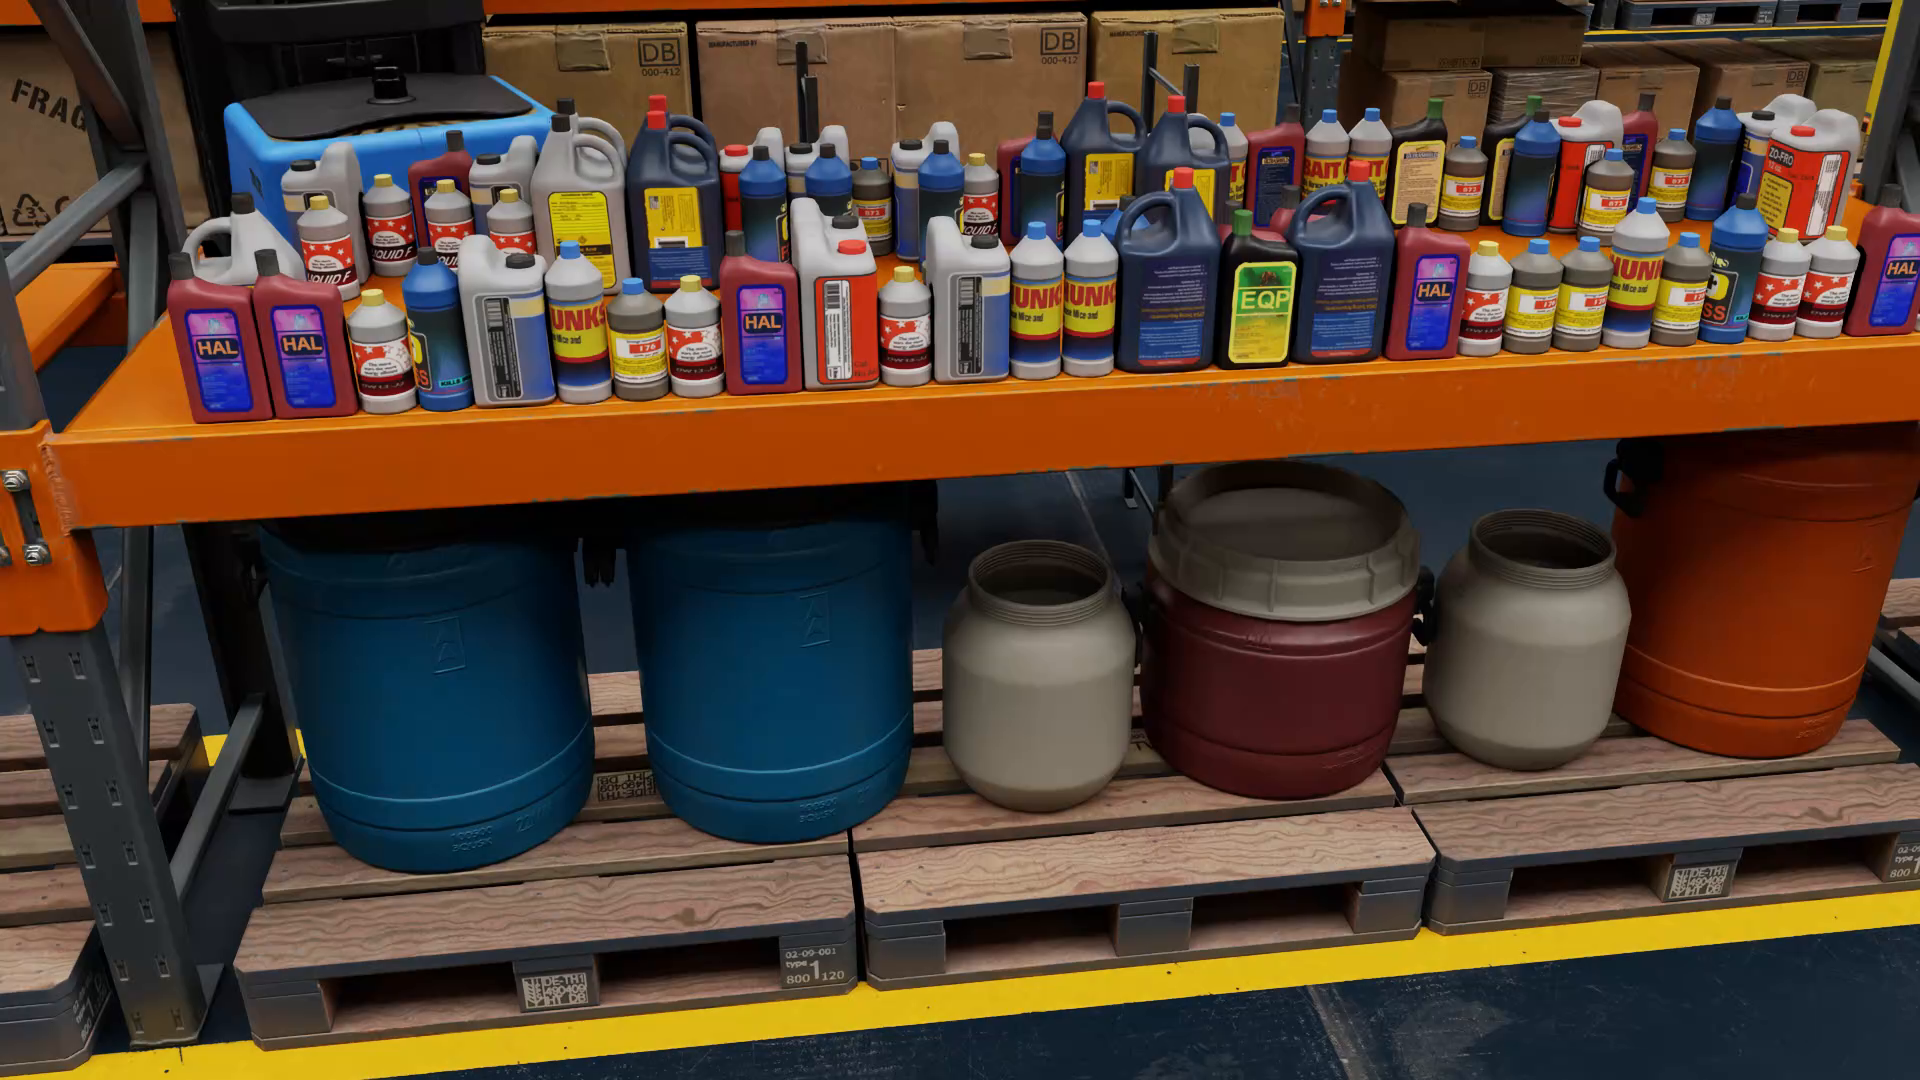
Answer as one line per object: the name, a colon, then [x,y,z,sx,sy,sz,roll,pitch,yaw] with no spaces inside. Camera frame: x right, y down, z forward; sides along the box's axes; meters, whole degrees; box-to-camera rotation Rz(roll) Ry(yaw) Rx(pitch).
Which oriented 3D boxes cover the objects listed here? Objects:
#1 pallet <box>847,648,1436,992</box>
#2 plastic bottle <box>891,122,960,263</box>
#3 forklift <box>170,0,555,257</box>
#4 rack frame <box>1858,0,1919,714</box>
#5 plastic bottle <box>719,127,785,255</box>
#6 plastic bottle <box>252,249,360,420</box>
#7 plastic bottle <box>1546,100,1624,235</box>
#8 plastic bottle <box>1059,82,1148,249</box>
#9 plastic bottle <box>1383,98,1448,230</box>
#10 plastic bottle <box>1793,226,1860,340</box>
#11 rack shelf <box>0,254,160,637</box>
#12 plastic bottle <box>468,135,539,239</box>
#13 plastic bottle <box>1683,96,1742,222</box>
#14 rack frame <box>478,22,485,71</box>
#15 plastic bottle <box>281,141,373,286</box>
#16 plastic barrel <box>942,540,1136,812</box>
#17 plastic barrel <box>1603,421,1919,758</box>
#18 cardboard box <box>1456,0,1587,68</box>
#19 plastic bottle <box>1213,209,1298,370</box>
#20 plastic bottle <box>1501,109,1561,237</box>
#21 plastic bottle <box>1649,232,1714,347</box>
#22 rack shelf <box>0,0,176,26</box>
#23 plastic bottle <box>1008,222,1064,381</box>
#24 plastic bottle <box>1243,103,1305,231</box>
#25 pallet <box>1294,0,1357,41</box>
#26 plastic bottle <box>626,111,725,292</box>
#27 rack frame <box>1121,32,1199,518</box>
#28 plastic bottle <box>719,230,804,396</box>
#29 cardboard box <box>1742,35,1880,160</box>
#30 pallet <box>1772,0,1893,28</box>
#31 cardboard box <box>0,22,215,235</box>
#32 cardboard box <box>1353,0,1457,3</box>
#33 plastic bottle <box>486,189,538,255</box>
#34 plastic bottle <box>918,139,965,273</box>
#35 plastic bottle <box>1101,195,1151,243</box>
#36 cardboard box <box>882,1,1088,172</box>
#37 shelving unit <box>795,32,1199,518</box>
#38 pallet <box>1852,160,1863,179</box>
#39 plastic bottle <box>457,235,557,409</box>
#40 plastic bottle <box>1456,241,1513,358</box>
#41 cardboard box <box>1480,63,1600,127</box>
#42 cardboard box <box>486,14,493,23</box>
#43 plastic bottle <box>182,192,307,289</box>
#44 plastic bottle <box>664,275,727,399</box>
pallet: [0.337,0.575,3.898,1.213,0.211,1.003,-4,27,-7]
plastic bottle: [-0.074,-0.751,3.563,0.135,0.276,0.152,-4,27,-7]
forklift: [-2.550,-2.305,6.532,1.130,2.935,3.031,-15,31,-26]
rack frame: [2.317,-0.810,3.544,0.127,3.000,1.000,-4,27,-7]
plastic bottle: [-0.437,-0.727,3.518,0.135,0.276,0.152,-4,27,-7]
plastic bottle: [-1.089,-0.343,2.761,0.133,0.283,0.061,-4,27,-7]
plastic bottle: [1.386,-0.844,3.746,0.135,0.276,0.152,-4,27,-7]
plastic bottle: [0.312,-0.811,3.598,0.185,0.351,0.144,-4,27,-7]
plastic bottle: [1.018,-0.845,3.739,0.133,0.283,0.061,-4,27,-7]
plastic bottle: [1.631,-0.490,3.136,0.097,0.201,0.097,0,27,0]
rack shelf: [-3.624,-0.109,2.964,4.000,0.370,1.077,-4,27,-7]
plastic bottle: [-0.937,-0.695,3.455,0.135,0.276,0.152,-4,27,-7]
plastic bottle: [1.725,-0.877,3.814,0.097,0.271,0.097,0,27,0]
rack frame: [-2.334,-2.795,7.412,0.127,3.000,1.000,-4,27,-7]
plastic bottle: [-1.299,-0.672,3.410,0.135,0.276,0.152,-4,27,-7]
plastic barrel: [0.170,0.297,3.651,0.421,0.512,0.421,0,27,0]
plastic barrel: [1.835,0.007,3.868,0.708,0.830,0.600,-4,27,-7]
cardboard box: [2.810,-2.561,8.391,0.500,0.250,0.500,-1,27,-1]
plastic bottle: [0.529,-0.447,2.963,0.133,0.283,0.061,-4,27,-7]
plastic bottle: [1.275,-0.820,3.703,0.097,0.271,0.097,0,27,0]
plastic bottle: [1.342,-0.471,3.100,0.097,0.201,0.097,0,27,0]
rack shelf: [-4.314,-2.348,7.328,4.000,0.370,1.077,-4,27,-7]
plastic bottle: [0.133,-0.425,2.933,0.097,0.271,0.097,0,27,0]
plastic bottle: [0.693,-0.824,3.698,0.133,0.283,0.061,-4,27,-7]
pallet: [3.033,-4.150,13.106,1.213,0.211,1.003,-4,27,-7]
plastic bottle: [-0.576,-0.687,3.357,0.185,0.351,0.144,-4,27,-7]
rack frame: [0.588,-0.705,4.981,0.032,1.500,0.500,-4,27,-7]
plastic bottle: [-0.342,-0.391,2.854,0.133,0.283,0.061,-4,27,-7]
cardboard box: [4.502,-2.336,8.774,0.500,0.500,0.700,-4,27,-7]
pallet: [6.972,-4.404,13.602,1.213,0.211,1.003,-4,27,-7]
cardboard box: [-3.890,-1.974,7.678,0.875,0.875,0.875,-4,27,-7]
cardboard box: [3.439,-4.599,12.931,0.750,0.750,1.050,-4,27,-7]
plastic bottle: [-0.901,-0.607,3.365,0.097,0.201,0.097,0,27,0]
plastic bottle: [-0.039,-0.693,3.457,0.097,0.271,0.097,0,27,0]
plastic bottle: [0.306,-0.502,3.084,0.097,0.271,0.097,0,27,0]
cardboard box: [0.057,-2.203,8.126,0.875,0.875,1.225,-4,27,-7]
shelving unit: [0.084,-0.673,4.918,1.048,1.500,0.538,-4,27,-7]
pallet: [4.817,-2.013,8.942,1.213,0.211,1.003,-4,27,-7]
plastic bottle: [-0.770,-0.381,2.843,0.135,0.276,0.152,-4,27,-7]
plastic bottle: [0.956,-0.446,3.052,0.097,0.201,0.097,0,27,0]
cardboard box: [2.835,-2.226,8.558,0.500,0.500,0.700,-6,28,-11]
cardboard box: [-3.266,-3.783,12.000,0.250,0.149,0.380,-3,27,-6]
plastic bottle: [-1.210,-0.413,2.822,0.185,0.351,0.144,-4,27,-7]
plastic bottle: [-0.459,-0.356,2.875,0.097,0.201,0.097,0,27,0]
